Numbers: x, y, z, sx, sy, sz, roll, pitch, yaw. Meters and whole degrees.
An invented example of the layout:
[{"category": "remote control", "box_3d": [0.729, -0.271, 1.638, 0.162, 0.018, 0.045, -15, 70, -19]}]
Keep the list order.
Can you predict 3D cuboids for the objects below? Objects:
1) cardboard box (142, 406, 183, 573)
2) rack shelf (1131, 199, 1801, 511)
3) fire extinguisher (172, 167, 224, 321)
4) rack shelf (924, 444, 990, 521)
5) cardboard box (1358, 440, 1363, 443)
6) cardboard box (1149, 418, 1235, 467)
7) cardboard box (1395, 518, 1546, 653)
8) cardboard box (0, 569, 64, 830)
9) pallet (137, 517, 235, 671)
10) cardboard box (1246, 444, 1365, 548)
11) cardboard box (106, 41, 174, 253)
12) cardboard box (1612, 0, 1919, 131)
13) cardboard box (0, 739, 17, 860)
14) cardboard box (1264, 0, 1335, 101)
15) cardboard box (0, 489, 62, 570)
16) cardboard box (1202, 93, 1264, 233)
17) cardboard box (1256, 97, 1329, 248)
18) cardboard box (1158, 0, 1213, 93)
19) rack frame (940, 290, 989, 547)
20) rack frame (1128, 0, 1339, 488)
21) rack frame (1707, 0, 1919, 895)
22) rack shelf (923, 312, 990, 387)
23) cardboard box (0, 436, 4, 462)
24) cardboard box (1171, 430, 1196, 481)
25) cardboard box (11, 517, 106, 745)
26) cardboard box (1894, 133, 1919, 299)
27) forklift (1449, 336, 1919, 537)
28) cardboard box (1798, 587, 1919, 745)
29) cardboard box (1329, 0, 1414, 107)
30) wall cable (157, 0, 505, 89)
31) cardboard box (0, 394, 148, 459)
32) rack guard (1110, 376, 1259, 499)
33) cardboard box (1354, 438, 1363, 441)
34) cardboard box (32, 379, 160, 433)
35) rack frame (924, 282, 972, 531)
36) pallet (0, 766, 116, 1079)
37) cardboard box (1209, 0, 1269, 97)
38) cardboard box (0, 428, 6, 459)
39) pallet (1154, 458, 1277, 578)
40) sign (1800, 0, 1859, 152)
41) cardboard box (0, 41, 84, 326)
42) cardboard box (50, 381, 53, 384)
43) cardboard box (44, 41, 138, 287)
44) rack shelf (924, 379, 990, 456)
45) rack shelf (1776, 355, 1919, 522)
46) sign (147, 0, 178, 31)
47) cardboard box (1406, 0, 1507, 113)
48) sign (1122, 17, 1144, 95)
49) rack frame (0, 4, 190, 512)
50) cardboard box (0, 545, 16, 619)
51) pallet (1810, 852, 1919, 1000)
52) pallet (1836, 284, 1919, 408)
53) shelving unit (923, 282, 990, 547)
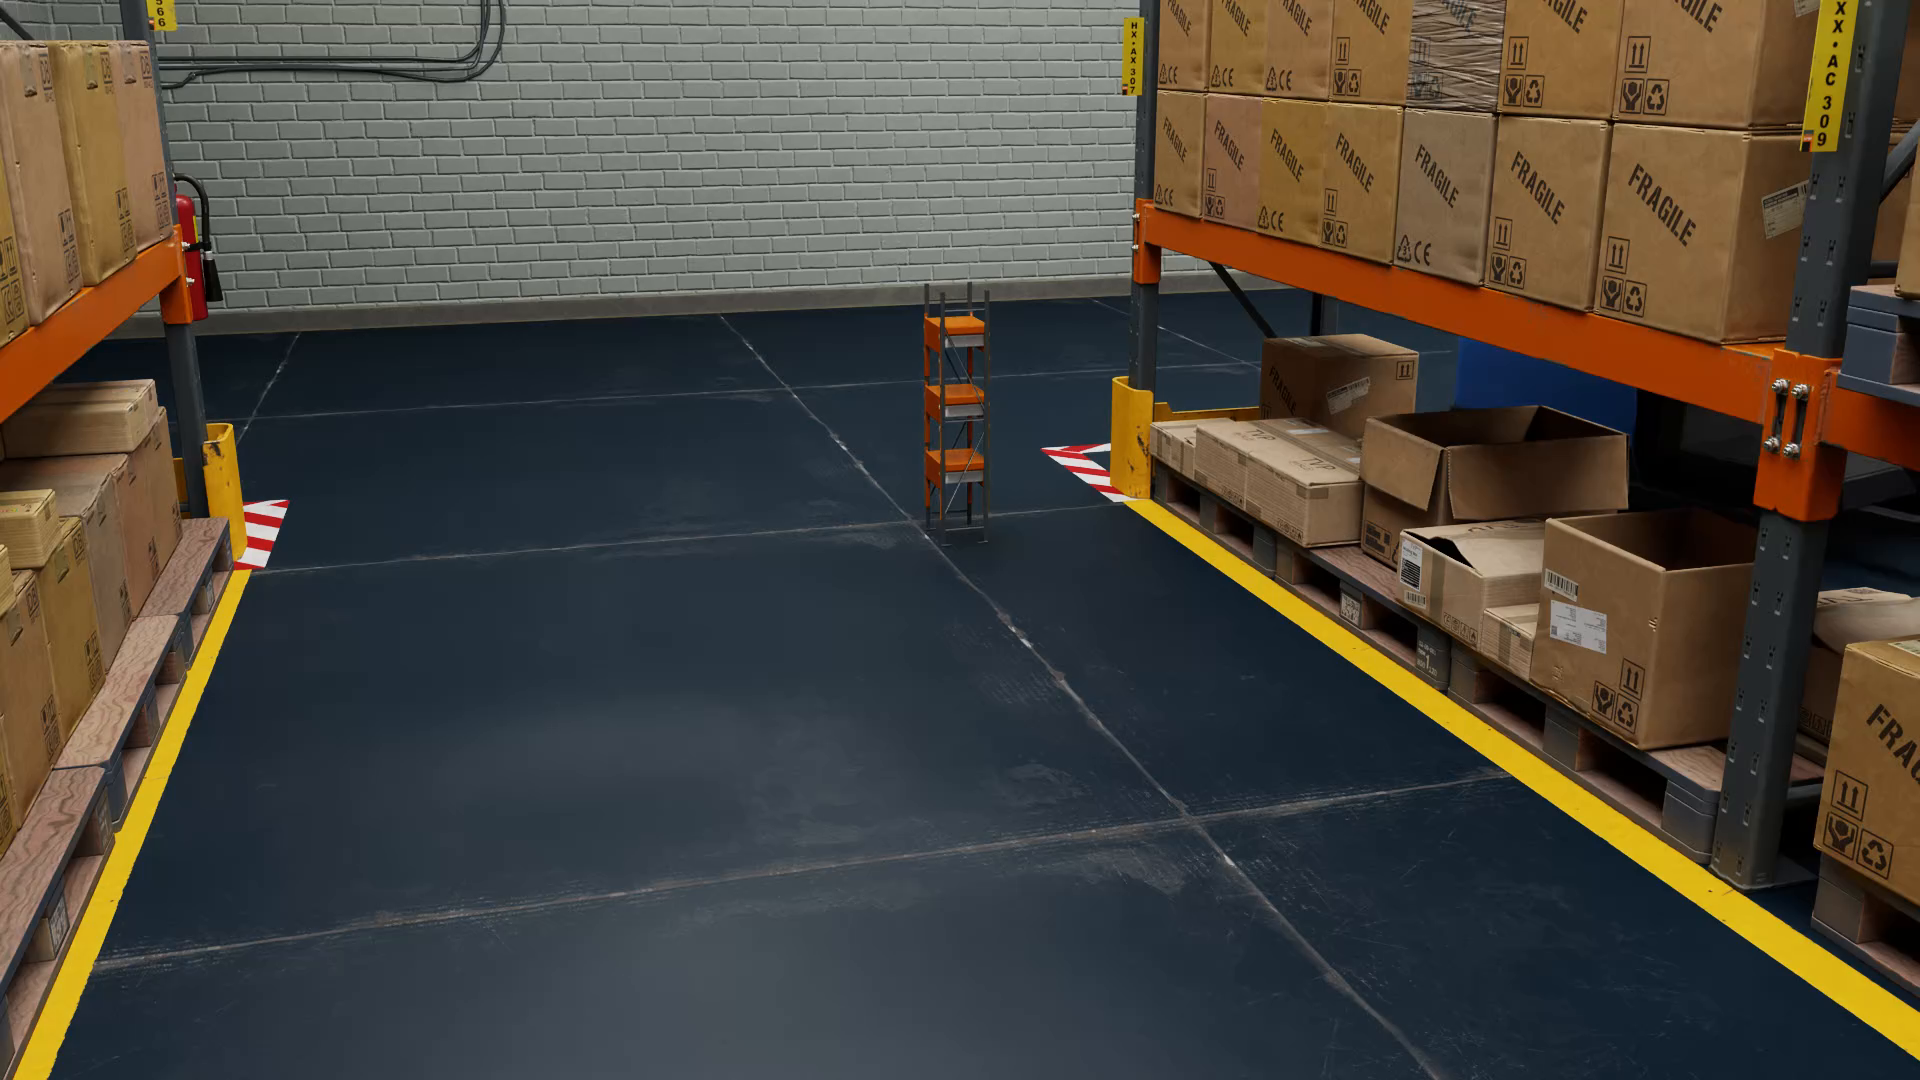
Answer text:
[{"category": "cardboard box", "box_3d": [-3.196, -0.158, 5.879, 0.700, 0.500, 0.500, -5, 17, -15]}, {"category": "rack shelf", "box_3d": [1.827, -0.835, 5.767, 1.077, 0.370, 4.000, -5, 17, -15]}, {"category": "fire extinguisher", "box_3d": [-3.082, -1.202, 6.523, 0.296, 0.674, 0.183, -5, 17, -15]}, {"category": "rack shelf", "box_3d": [-0.015, -0.241, 6.933, 0.215, 0.259, 0.240, -5, 17, -15]}, {"category": "cardboard box", "box_3d": [1.896, -0.230, 6.519, 0.500, 0.250, 0.500, -5, 17, -15]}, {"category": "cardboard box", "box_3d": [1.062, -0.435, 7.376, 0.380, 0.149, 0.250, -5, 17, -15]}, {"category": "cardboard box", "box_3d": [1.742, 0.108, 5.286, 0.500, 0.311, 0.500, -5, 17, -15]}, {"category": "cardboard box", "box_3d": [-2.627, 0.409, 3.993, 0.700, 0.500, 0.500, -5, 17, -16]}, {"category": "pallet", "box_3d": [-3.189, 0.211, 5.883, 1.003, 0.211, 1.213, -5, 17, -15]}, {"category": "cardboard box", "box_3d": [1.429, -0.177, 6.341, 0.500, 0.250, 0.500, -5, 17, -15]}, {"category": "cardboard box", "box_3d": [-3.334, -1.343, 5.688, 0.980, 0.700, 0.700, -4, 17, -13]}, {"category": "cardboard box", "box_3d": [1.989, -1.272, 4.061, 0.500, 0.500, 0.500, -5, 17, -15]}, {"category": "cardboard box", "box_3d": [-2.492, 0.548, 3.529, 0.700, 0.500, 0.500, -4, 17, -15]}, {"category": "cardboard box", "box_3d": [1.430, -1.833, 5.927, 0.500, 0.500, 0.500, -4, 17, -14]}, {"category": "cardboard box", "box_3d": [-2.554, -0.016, 4.280, 0.380, 0.149, 0.250, -5, 17, -17]}, {"category": "cardboard box", "box_3d": [1.293, -1.494, 6.539, 0.500, 0.500, 0.500, -5, 17, -16]}, {"category": "cardboard box", "box_3d": [1.428, -1.355, 6.076, 0.500, 0.500, 0.500, -5, 17, -15]}, {"category": "cardboard box", "box_3d": [1.146, -2.115, 6.869, 0.500, 0.500, 0.500, -4, 17, -14]}, {"category": "rack frame", "box_3d": [0.019, -0.484, 6.738, 0.200, 1.050, 0.008, -5, 17, -15]}, {"category": "rack frame", "box_3d": [1.278, -1.732, 7.505, 1.000, 3.000, 0.127, -5, 17, -15]}, {"category": "rack frame", "box_3d": [2.377, -0.626, 3.822, 1.000, 3.000, 0.127, -5, 17, -15]}, {"category": "rack shelf", "box_3d": [-0.015, -0.779, 6.772, 0.215, 0.259, 0.240, -5, 17, -15]}, {"category": "cardboard box", "box_3d": [-3.214, -0.278, 5.151, 0.380, 0.149, 0.250, -5, 17, -15]}, {"category": "cardboard box", "box_3d": [1.131, -0.374, 7.143, 0.380, 0.166, 0.250, -5, 17, -15]}, {"category": "cardboard box", "box_3d": [-2.766, 0.266, 4.466, 0.700, 0.500, 0.500, -4, 17, -14]}, {"category": "cardboard box", "box_3d": [2.292, -0.726, 3.252, 0.700, 0.500, 0.500, -12, 20, -34]}, {"category": "forklift", "box_3d": [3.583, -1.476, 6.772, 1.130, 2.935, 3.031, -10, 20, -31]}, {"category": "cardboard box", "box_3d": [2.470, 0.318, 4.589, 0.500, 0.311, 0.500, -5, 17, -15]}, {"category": "cardboard box", "box_3d": [1.570, -1.692, 5.460, 0.500, 0.500, 0.500, -5, 17, -16]}, {"category": "wall cable", "box_3d": [-4.695, -4.318, 11.084, 3.097, 2.526, 0.112, -5, 17, -15]}, {"category": "cardboard box", "box_3d": [-2.914, -0.377, 5.480, 0.380, 0.149, 0.250, -4, 17, -14]}, {"category": "rack guard", "box_3d": [1.299, -0.514, 7.795, 1.175, 0.500, 0.348, -5, 17, -15]}, {"category": "cardboard box", "box_3d": [1.689, -0.336, 7.017, 0.380, 0.166, 0.250, -5, 17, -15]}, {"category": "cardboard box", "box_3d": [-2.985, -0.447, 5.715, 0.380, 0.149, 0.250, -5, 17, -16]}, {"category": "rack frame", "box_3d": [-0.048, -0.551, 6.963, 0.200, 1.050, 0.008, -5, 17, -15]}, {"category": "pallet", "box_3d": [-2.519, 0.886, 3.636, 1.003, 0.211, 1.213, -5, 17, -15]}, {"category": "cardboard box", "box_3d": [1.297, -1.971, 6.389, 0.500, 0.500, 0.500, -5, 17, -15]}, {"category": "cardboard box", "box_3d": [-3.282, -0.347, 5.382, 0.380, 0.149, 0.250, -5, 17, -15]}, {"category": "pallet", "box_3d": [1.519, -0.155, 7.102, 1.003, 0.211, 1.213, -5, 17, -15]}, {"category": "sign", "box_3d": [1.857, -0.995, 3.547, 0.100, 0.325, 0.005, -5, 17, -15]}, {"category": "cardboard box", "box_3d": [-2.923, -0.931, 4.316, 0.980, 0.700, 0.700, -6, 18, -18]}, {"category": "cardboard box", "box_3d": [-3.422, -0.487, 5.848, 0.380, 0.149, 0.250, -5, 17, -15]}, {"category": "cardboard box", "box_3d": [-3.124, -1.143, 5.021, 0.980, 0.700, 0.700, -5, 17, -16]}, {"category": "rack shelf", "box_3d": [-0.015, -0.507, 6.853, 0.215, 0.259, 0.240, -5, 17, -15]}, {"category": "rack shelf", "box_3d": [2.927, 0.272, 2.084, 1.077, 0.370, 4.000, -5, 17, -15]}, {"category": "sign", "box_3d": [-2.959, -2.047, 6.127, 0.100, 0.325, 0.005, -5, 17, -15]}, {"category": "cardboard box", "box_3d": [1.707, -1.553, 4.996, 0.500, 0.500, 0.500, -5, 17, -15]}, {"category": "sign", "box_3d": [0.756, -2.104, 7.238, 0.100, 0.325, 0.005, -5, 17, -15]}, {"category": "rack frame", "box_3d": [-3.481, -1.340, 6.199, 0.949, 2.616, 0.053, -5, 17, -15]}, {"category": "cardboard box", "box_3d": [-2.411, 0.128, 3.799, 0.380, 0.149, 0.250, -4, 17, -13]}, {"category": "pallet", "box_3d": [2.637, 0.932, 3.484, 1.003, 0.211, 1.213, -5, 17, -15]}, {"category": "pallet", "box_3d": [2.492, -0.304, 3.085, 1.003, 0.211, 1.213, -5, 17, -15]}, {"category": "shelving unit", "box_3d": [-0.015, -0.518, 6.850, 0.215, 1.050, 0.252, -5, 17, -15]}]
